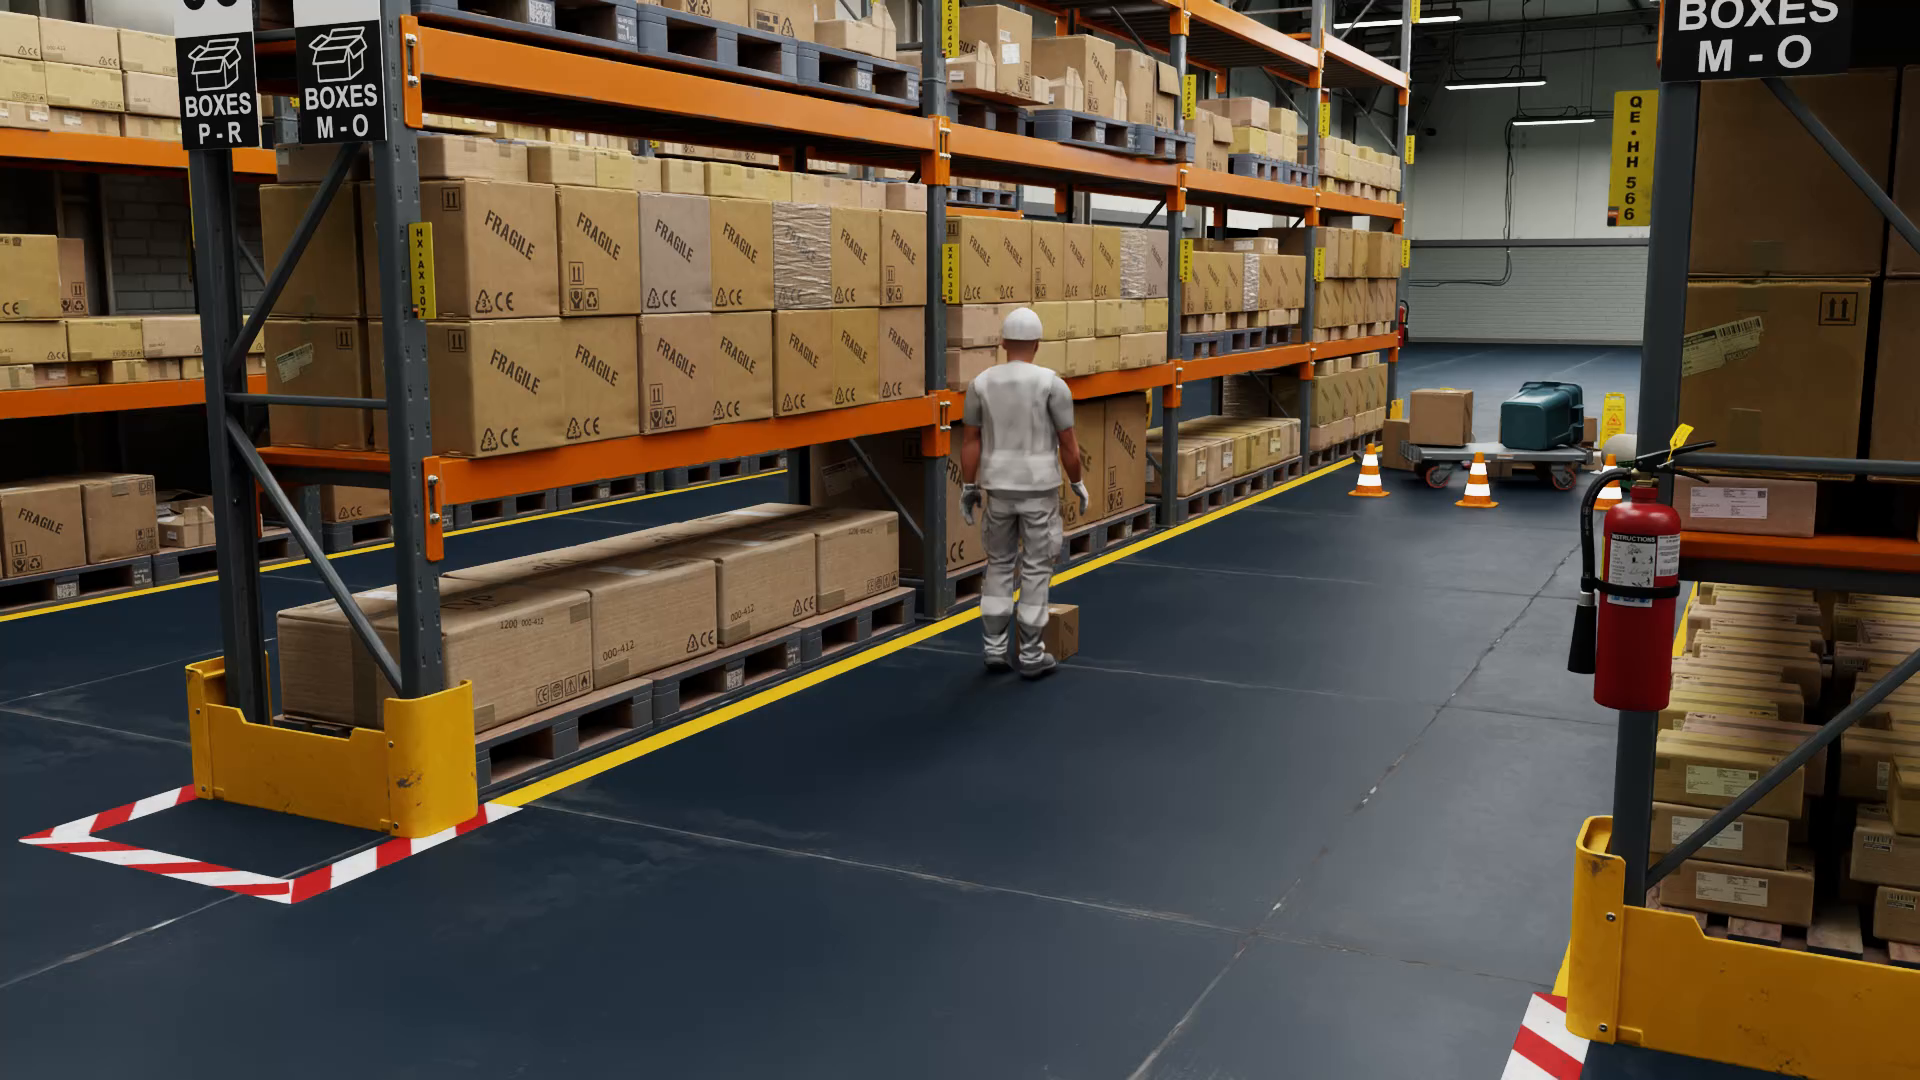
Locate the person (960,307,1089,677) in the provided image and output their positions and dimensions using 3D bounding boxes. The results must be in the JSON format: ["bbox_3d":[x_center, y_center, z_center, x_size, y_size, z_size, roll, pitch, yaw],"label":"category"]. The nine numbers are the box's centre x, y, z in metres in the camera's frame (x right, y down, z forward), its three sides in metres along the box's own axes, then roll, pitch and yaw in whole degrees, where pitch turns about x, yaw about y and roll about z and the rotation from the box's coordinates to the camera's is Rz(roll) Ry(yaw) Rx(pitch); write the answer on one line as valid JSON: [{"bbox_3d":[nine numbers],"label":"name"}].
[{"bbox_3d":[0.317,-0.214,8.146,0.598,1.837,0.448,3,10,21],"label":"person"}]
